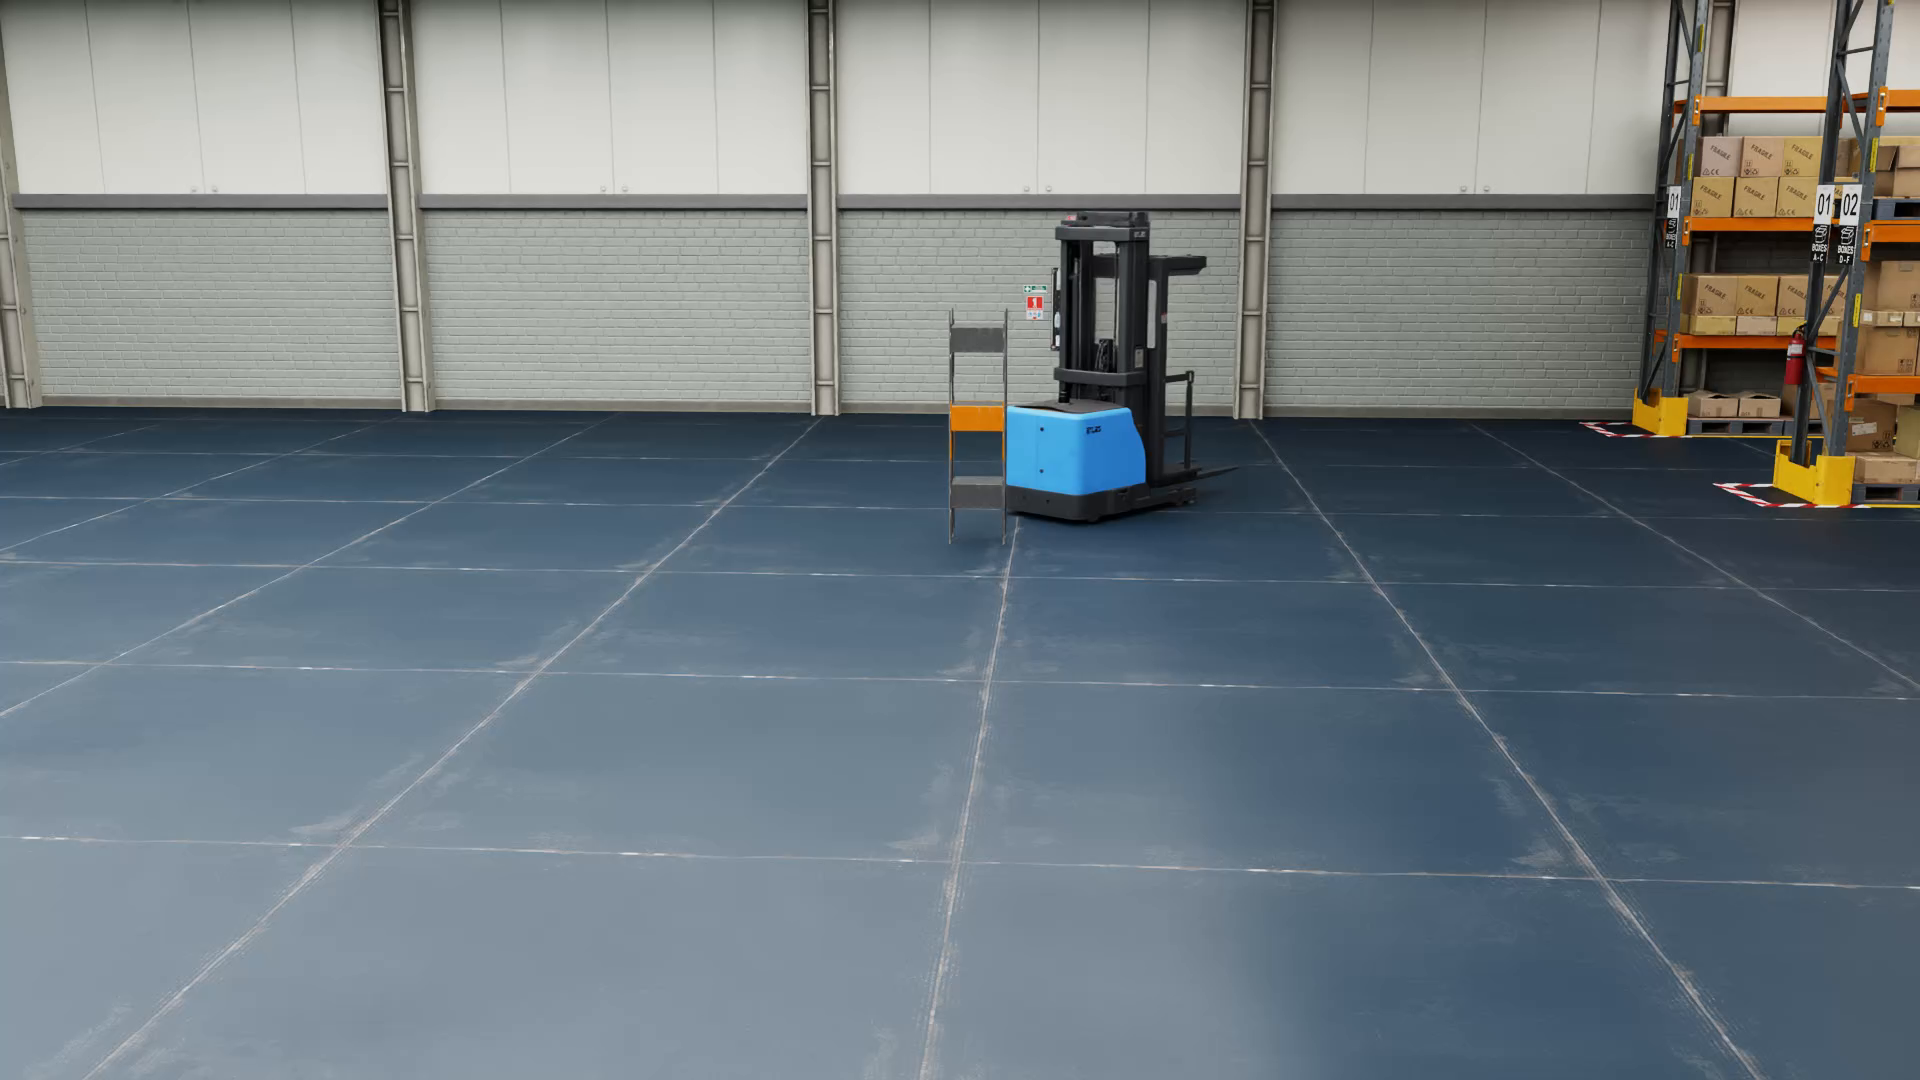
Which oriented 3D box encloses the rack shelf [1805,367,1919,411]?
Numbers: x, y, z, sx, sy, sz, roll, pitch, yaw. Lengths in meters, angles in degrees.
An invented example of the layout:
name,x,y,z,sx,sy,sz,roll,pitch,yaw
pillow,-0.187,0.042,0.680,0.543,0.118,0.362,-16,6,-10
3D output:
name,x,y,z,sx,sy,sz,roll,pitch,yaw
rack shelf,10.967,-1.559,17.134,4.000,0.370,1.077,1,12,4

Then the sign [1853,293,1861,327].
name,x,y,z,sx,sy,sz,roll,pitch,yaw
sign,8.928,-2.288,16.553,0.005,0.325,0.100,1,12,4

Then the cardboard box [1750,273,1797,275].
name,x,y,z,sx,sy,sz,roll,pitch,yaw
cardboard box,10.801,-3.276,22.070,0.500,0.500,0.500,0,12,2

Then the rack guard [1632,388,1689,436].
name,x,y,z,sx,sy,sz,roll,pitch,yaw
rack guard,9.374,-1.726,22.280,0.348,0.500,1.175,1,12,4

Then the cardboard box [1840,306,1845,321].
name,x,y,z,sx,sy,sz,roll,pitch,yaw
cardboard box,9.365,-2.339,17.275,0.250,0.149,0.380,1,12,3

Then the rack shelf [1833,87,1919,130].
name,x,y,z,sx,sy,sz,roll,pitch,yaw
rack shelf,10.967,-4.300,16.560,4.000,0.370,1.077,1,12,4

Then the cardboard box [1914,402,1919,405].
name,x,y,z,sx,sy,sz,roll,pitch,yaw
cardboard box,12.754,-1.726,22.018,0.250,0.166,0.380,-1,12,-4

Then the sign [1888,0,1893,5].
name,x,y,z,sx,sy,sz,roll,pitch,yaw
sign,8.928,-5.296,15.923,0.005,0.325,0.100,1,12,4

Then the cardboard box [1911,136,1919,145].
name,x,y,z,sx,sy,sz,roll,pitch,yaw
cardboard box,12.221,-4.869,21.139,0.500,0.500,0.500,1,12,7

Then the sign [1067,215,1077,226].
name,x,y,z,sx,sy,sz,roll,pitch,yaw
sign,1.604,-4.396,23.280,0.199,0.298,0.001,1,12,4

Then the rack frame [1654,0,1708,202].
name,x,y,z,sx,sy,sz,roll,pitch,yaw
rack frame,9.298,-5.887,21.415,0.127,3.000,1.000,1,12,4

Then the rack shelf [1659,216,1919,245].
name,x,y,z,sx,sy,sz,roll,pitch,yaw
rack shelf,11.294,-4.039,21.665,4.000,0.370,1.077,1,12,4

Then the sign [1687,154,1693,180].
name,x,y,z,sx,sy,sz,roll,pitch,yaw
sign,9.262,-4.736,21.103,0.005,0.325,0.100,1,12,4

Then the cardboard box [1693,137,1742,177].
name,x,y,z,sx,sy,sz,roll,pitch,yaw
cardboard box,9.667,-4.912,21.345,0.500,0.500,0.500,0,12,0

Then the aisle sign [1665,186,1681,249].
name,x,y,z,sx,sy,sz,roll,pitch,yaw
aisle sign,9.207,-4.163,21.475,0.004,0.787,0.394,1,12,4

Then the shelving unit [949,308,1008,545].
name,x,y,z,sx,sy,sz,roll,pitch,yaw
shelving unit,0.165,-1.025,15.024,0.503,2.100,0.431,1,12,4

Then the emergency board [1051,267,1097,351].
name,x,y,z,sx,sy,sz,roll,pitch,yaw
emergency board,1.605,-3.241,23.419,0.643,1.169,0.194,1,12,4

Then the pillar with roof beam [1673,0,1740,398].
name,x,y,z,sx,sy,sz,roll,pitch,yaw
pillar with roof beam,9.767,-5.175,18.009,0.400,9.000,9.100,1,12,4

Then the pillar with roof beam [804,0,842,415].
name,x,y,z,sx,sy,sz,roll,pitch,yaw
pillar with roof beam,-2.206,-5.339,18.794,0.400,9.000,9.100,1,12,4

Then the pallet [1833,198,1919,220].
name,x,y,z,sx,sy,sz,roll,pitch,yaw
pallet,9.675,-3.348,16.821,1.213,0.211,1.003,1,12,4

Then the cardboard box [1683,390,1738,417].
name,x,y,z,sx,sy,sz,roll,pitch,yaw
cardboard box,9.983,-1.822,22.126,0.500,0.311,0.500,-1,12,-3

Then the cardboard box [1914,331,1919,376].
name,x,y,z,sx,sy,sz,roll,pitch,yaw
cardboard box,9.960,-1.972,17.108,0.500,0.500,0.700,1,12,5

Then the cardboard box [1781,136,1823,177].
name,x,y,z,sx,sy,sz,roll,pitch,yaw
cardboard box,10.676,-4.890,21.240,0.500,0.500,0.500,1,12,5

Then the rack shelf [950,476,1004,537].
name,x,y,z,sx,sy,sz,roll,pitch,yaw
rack shelf,0.165,-0.327,15.170,0.480,0.518,0.431,1,12,4

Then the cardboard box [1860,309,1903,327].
name,x,y,z,sx,sy,sz,roll,pitch,yaw
cardboard box,9.348,-2.256,16.878,0.250,0.149,0.380,1,12,3

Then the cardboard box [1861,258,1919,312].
name,x,y,z,sx,sy,sz,roll,pitch,yaw
cardboard box,9.489,-2.613,17.001,0.500,0.500,0.700,1,12,4

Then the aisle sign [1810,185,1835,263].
name,x,y,z,sx,sy,sz,roll,pitch,yaw
aisle sign,8.925,-3.272,17.216,0.004,0.787,0.394,1,12,4

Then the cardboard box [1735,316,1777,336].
name,x,y,z,sx,sy,sz,roll,pitch,yaw
cardboard box,10.283,-2.811,21.680,0.500,0.250,0.500,0,12,2

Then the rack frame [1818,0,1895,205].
name,x,y,z,sx,sy,sz,roll,pitch,yaw
rack frame,8.971,-4.875,16.577,0.127,3.000,1.000,1,12,4

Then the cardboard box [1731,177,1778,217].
name,x,y,z,sx,sy,sz,roll,pitch,yaw
cardboard box,10.149,-4.407,21.374,0.500,0.500,0.500,2,12,8

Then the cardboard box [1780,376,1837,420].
name,x,y,z,sx,sy,sz,roll,pitch,yaw
cardboard box,11.280,-1.886,21.973,0.500,0.500,0.700,0,12,0

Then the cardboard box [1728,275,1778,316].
name,x,y,z,sx,sy,sz,roll,pitch,yaw
cardboard box,10.247,-3.177,21.599,0.500,0.500,0.500,1,12,4

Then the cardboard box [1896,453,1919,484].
name,x,y,z,sx,sy,sz,roll,pitch,yaw
cardboard box,9.991,-0.739,17.148,0.500,0.250,0.500,1,12,4

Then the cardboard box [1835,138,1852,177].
name,x,y,z,sx,sy,sz,roll,pitch,yaw
cardboard box,11.283,-4.989,21.715,0.500,0.500,0.500,1,12,4

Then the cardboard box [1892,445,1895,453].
name,x,y,z,sx,sy,sz,roll,pitch,yaw
cardboard box,10.026,-0.847,17.662,0.500,0.250,0.500,1,12,4

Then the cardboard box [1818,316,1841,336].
name,x,y,z,sx,sy,sz,roll,pitch,yaw
cardboard box,11.295,-2.796,21.606,0.500,0.250,0.500,1,12,4

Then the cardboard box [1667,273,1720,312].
name,x,y,z,sx,sy,sz,roll,pitch,yaw
cardboard box,9.783,-3.291,22.142,0.500,0.500,0.500,1,12,3

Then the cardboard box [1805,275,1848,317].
name,x,y,z,sx,sy,sz,roll,pitch,yaw
cardboard box,11.278,-3.164,21.537,0.500,0.500,0.500,1,12,6

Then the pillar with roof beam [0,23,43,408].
name,x,y,z,sx,sy,sz,roll,pitch,yaw
pillar with roof beam,-14.179,-5.503,19.579,0.400,9.000,9.100,1,12,4

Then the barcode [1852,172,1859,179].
name,x,y,z,sx,sy,sz,roll,pitch,yaw
barcode,9.305,-3.785,17.276,0.075,0.075,0.001,1,12,4

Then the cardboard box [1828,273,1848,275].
name,x,y,z,sx,sy,sz,roll,pitch,yaw
cardboard box,11.822,-3.264,22.014,0.500,0.500,0.500,1,12,5

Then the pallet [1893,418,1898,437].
name,x,y,z,sx,sy,sz,roll,pitch,yaw
pallet,12.617,-1.533,22.062,1.213,0.211,1.003,1,12,4

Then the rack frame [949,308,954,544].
name,x,y,z,sx,sy,sz,roll,pitch,yaw
rack frame,-0.078,-1.029,15.040,0.015,2.100,0.400,1,12,4

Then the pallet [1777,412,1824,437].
name,x,y,z,sx,sy,sz,roll,pitch,yaw
pallet,11.397,-1.549,22.140,1.213,0.211,1.003,1,12,4

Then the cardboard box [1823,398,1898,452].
name,x,y,z,sx,sy,sz,roll,pitch,yaw
cardboard box,9.526,-1.219,17.608,0.500,0.500,0.500,1,12,4

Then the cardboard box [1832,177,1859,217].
name,x,y,z,sx,sy,sz,roll,pitch,yaw
cardboard box,11.203,-4.398,21.329,0.500,0.500,0.500,2,12,7

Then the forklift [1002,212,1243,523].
name,x,y,z,sx,sy,sz,roll,pitch,yaw
forklift,1.778,-1.841,16.891,1.130,2.935,3.031,11,16,42
